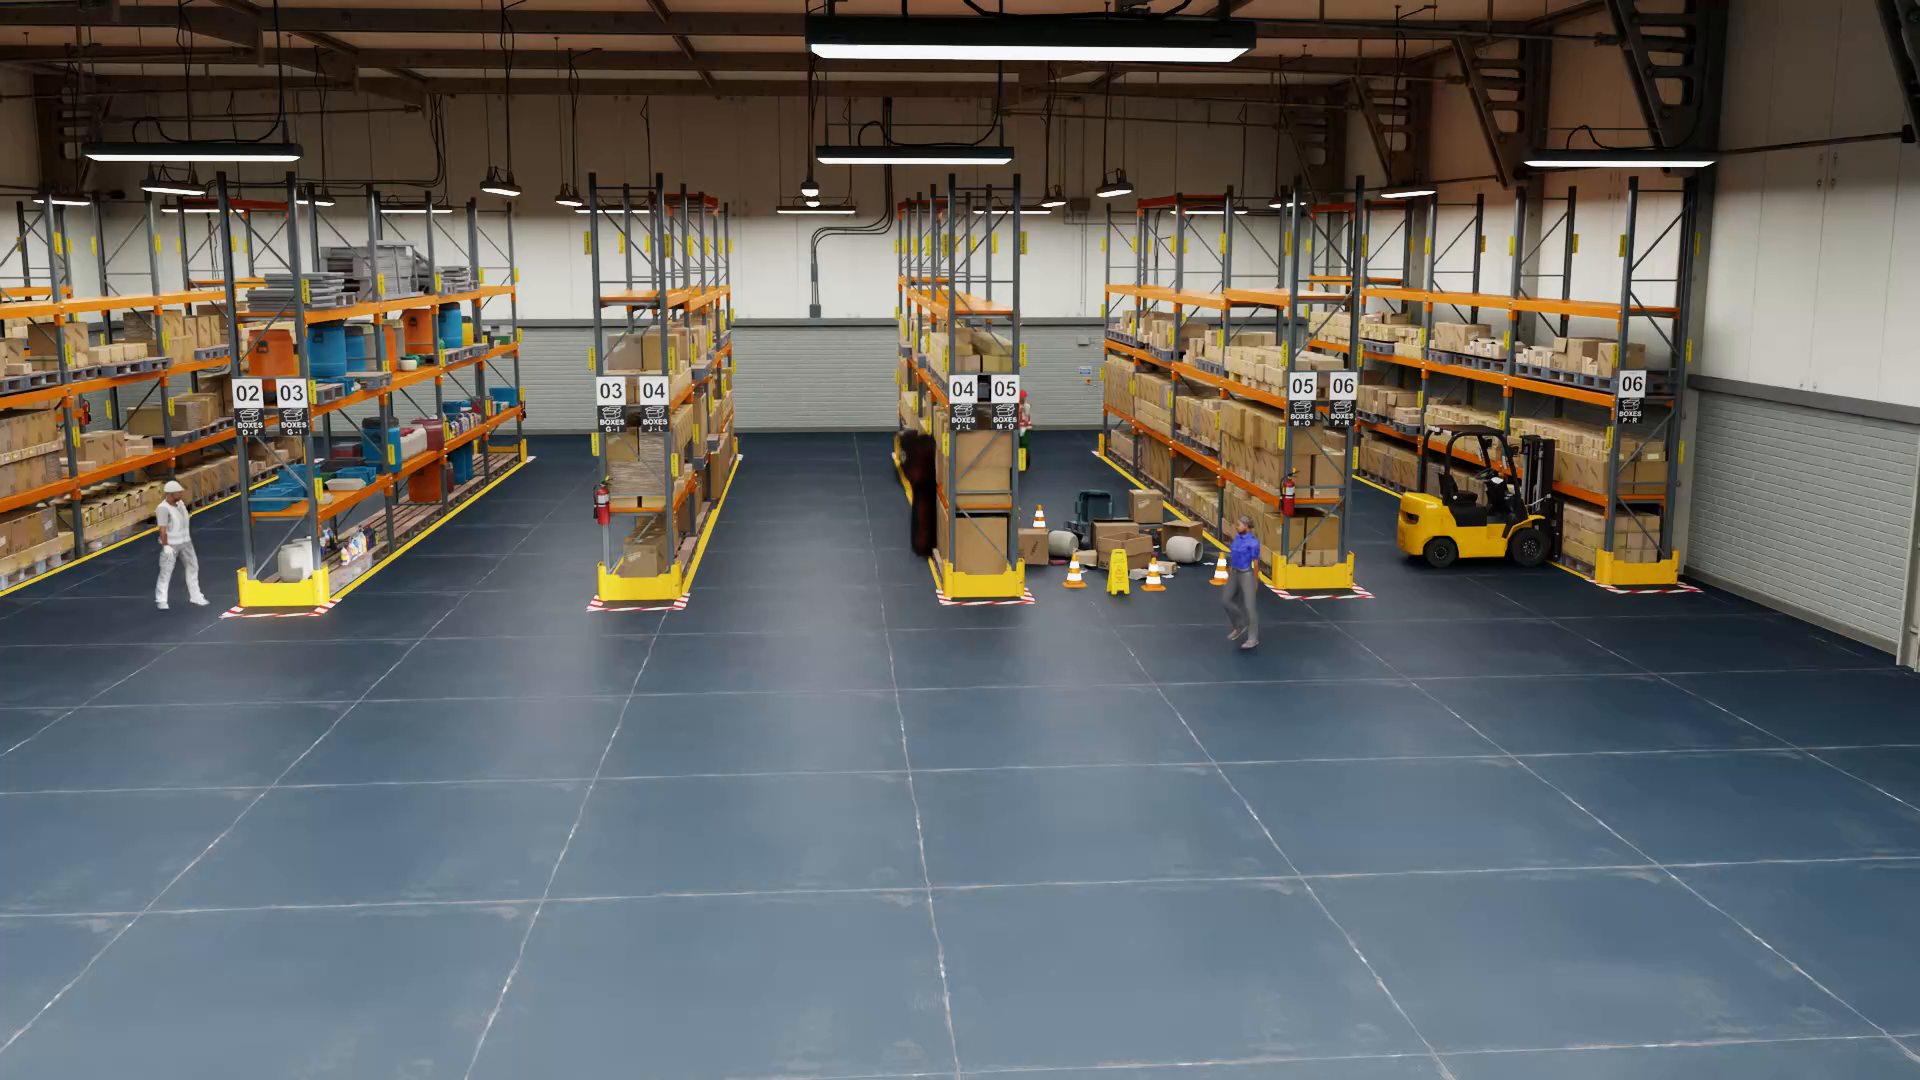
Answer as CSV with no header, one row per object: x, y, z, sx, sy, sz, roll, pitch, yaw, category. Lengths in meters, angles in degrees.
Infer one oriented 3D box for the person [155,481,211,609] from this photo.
-10.947,0.077,23.235,0.508,1.826,0.662,4,11,19,person

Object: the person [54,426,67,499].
-17.366,-1.401,31.912,0.408,1.630,0.946,-1,10,-8,person

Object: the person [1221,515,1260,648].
3.589,0.508,21.048,0.381,1.667,0.556,-6,12,-29,person

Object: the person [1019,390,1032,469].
1.404,-2.498,37.624,0.402,1.791,0.564,-2,10,-13,person
